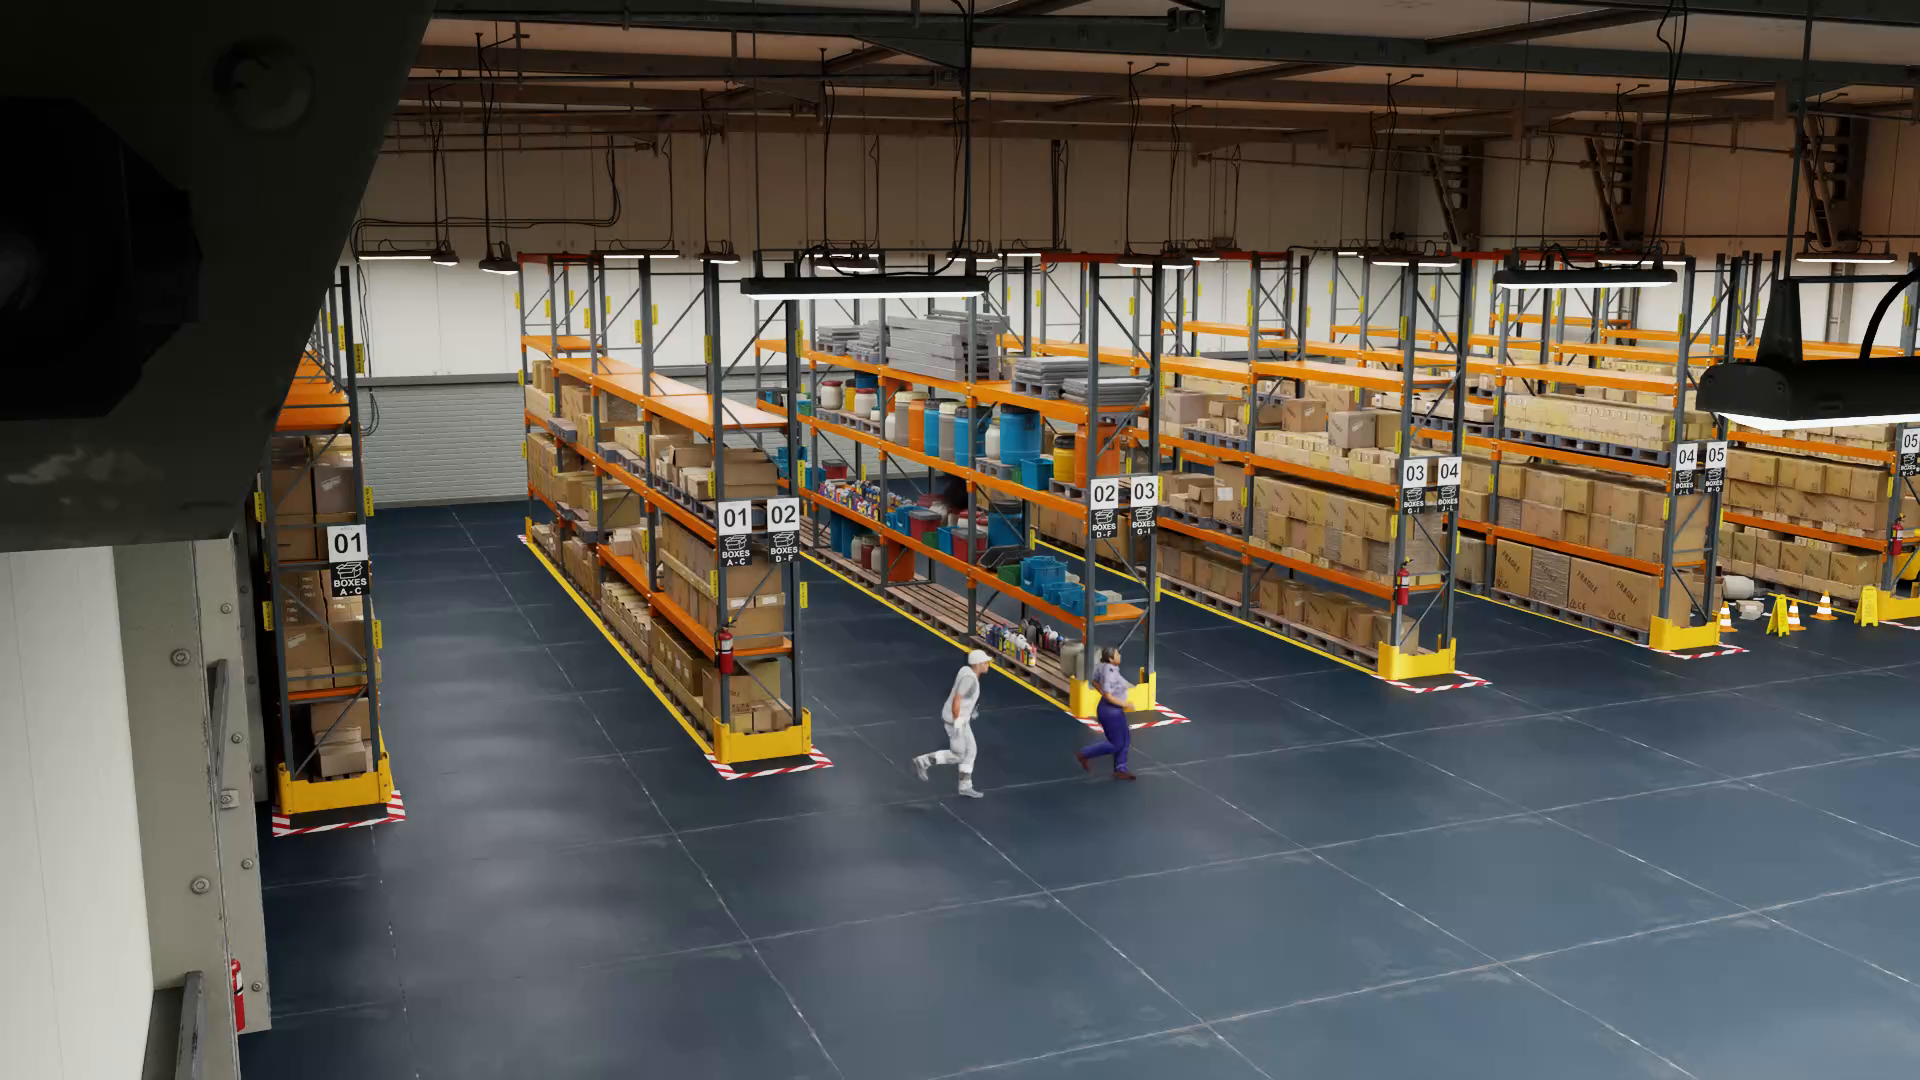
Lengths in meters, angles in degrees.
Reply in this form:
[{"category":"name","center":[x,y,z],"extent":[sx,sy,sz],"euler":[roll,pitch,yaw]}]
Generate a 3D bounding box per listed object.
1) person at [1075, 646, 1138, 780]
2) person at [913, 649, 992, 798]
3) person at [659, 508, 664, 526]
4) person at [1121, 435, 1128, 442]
[{"category":"person","center":[1.721,2.079,19.506],"extent":[0.769,1.553,0.607],"euler":[-1,10,-4]},{"category":"person","center":[-0.087,2.093,18.967],"extent":[0.915,1.720,0.659],"euler":[-1,10,-7]},{"category":"person","center":[-6.254,-0.718,34.350],"extent":[0.519,1.696,0.920],"euler":[-7,13,-35]},{"category":"person","center":[3.907,-1.763,40.190],"extent":[0.642,1.608,0.837],"euler":[1,10,6]}]
